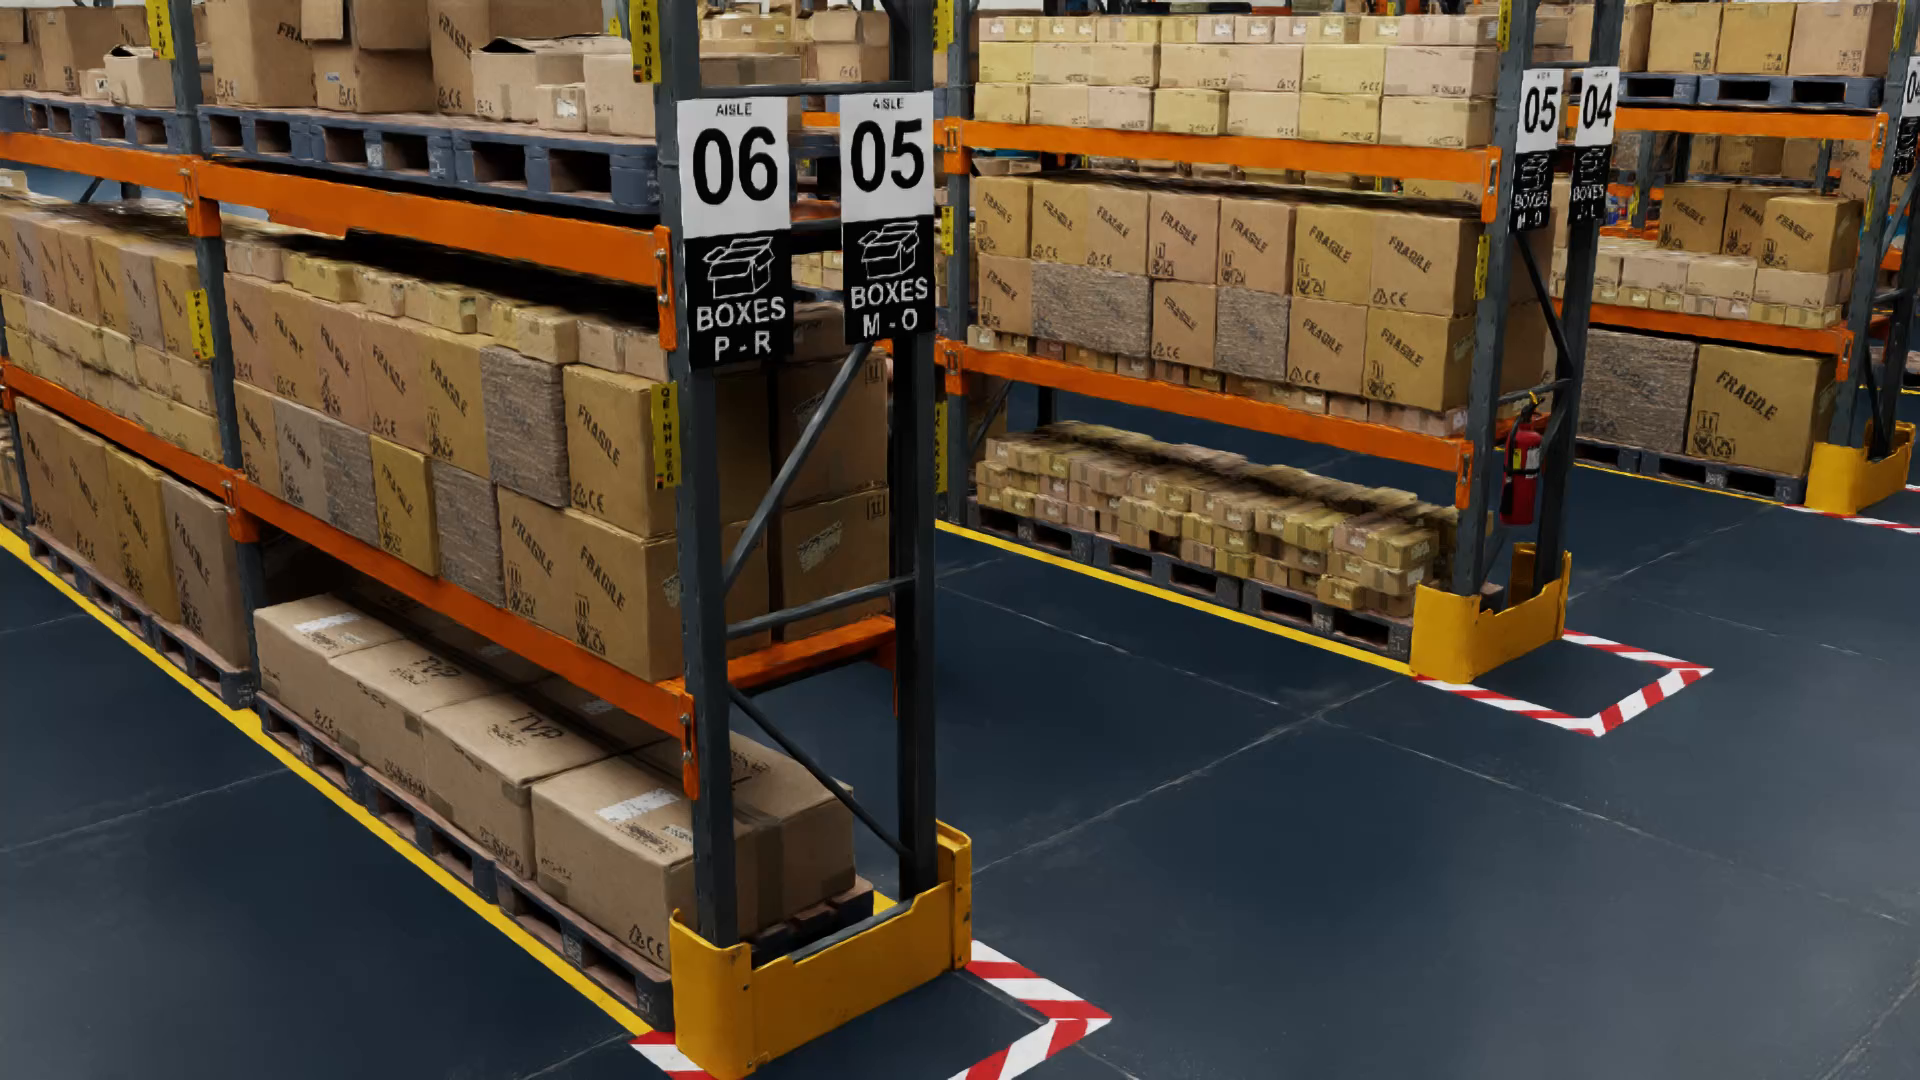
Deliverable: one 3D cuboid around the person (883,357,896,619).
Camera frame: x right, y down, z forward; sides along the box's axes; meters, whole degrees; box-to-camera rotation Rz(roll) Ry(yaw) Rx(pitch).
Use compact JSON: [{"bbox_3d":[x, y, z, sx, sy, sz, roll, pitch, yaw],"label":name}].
[{"bbox_3d":[-0.445,-0.178,9.095,0.473,1.710,0.621,10,20,30],"label":"person"}]
